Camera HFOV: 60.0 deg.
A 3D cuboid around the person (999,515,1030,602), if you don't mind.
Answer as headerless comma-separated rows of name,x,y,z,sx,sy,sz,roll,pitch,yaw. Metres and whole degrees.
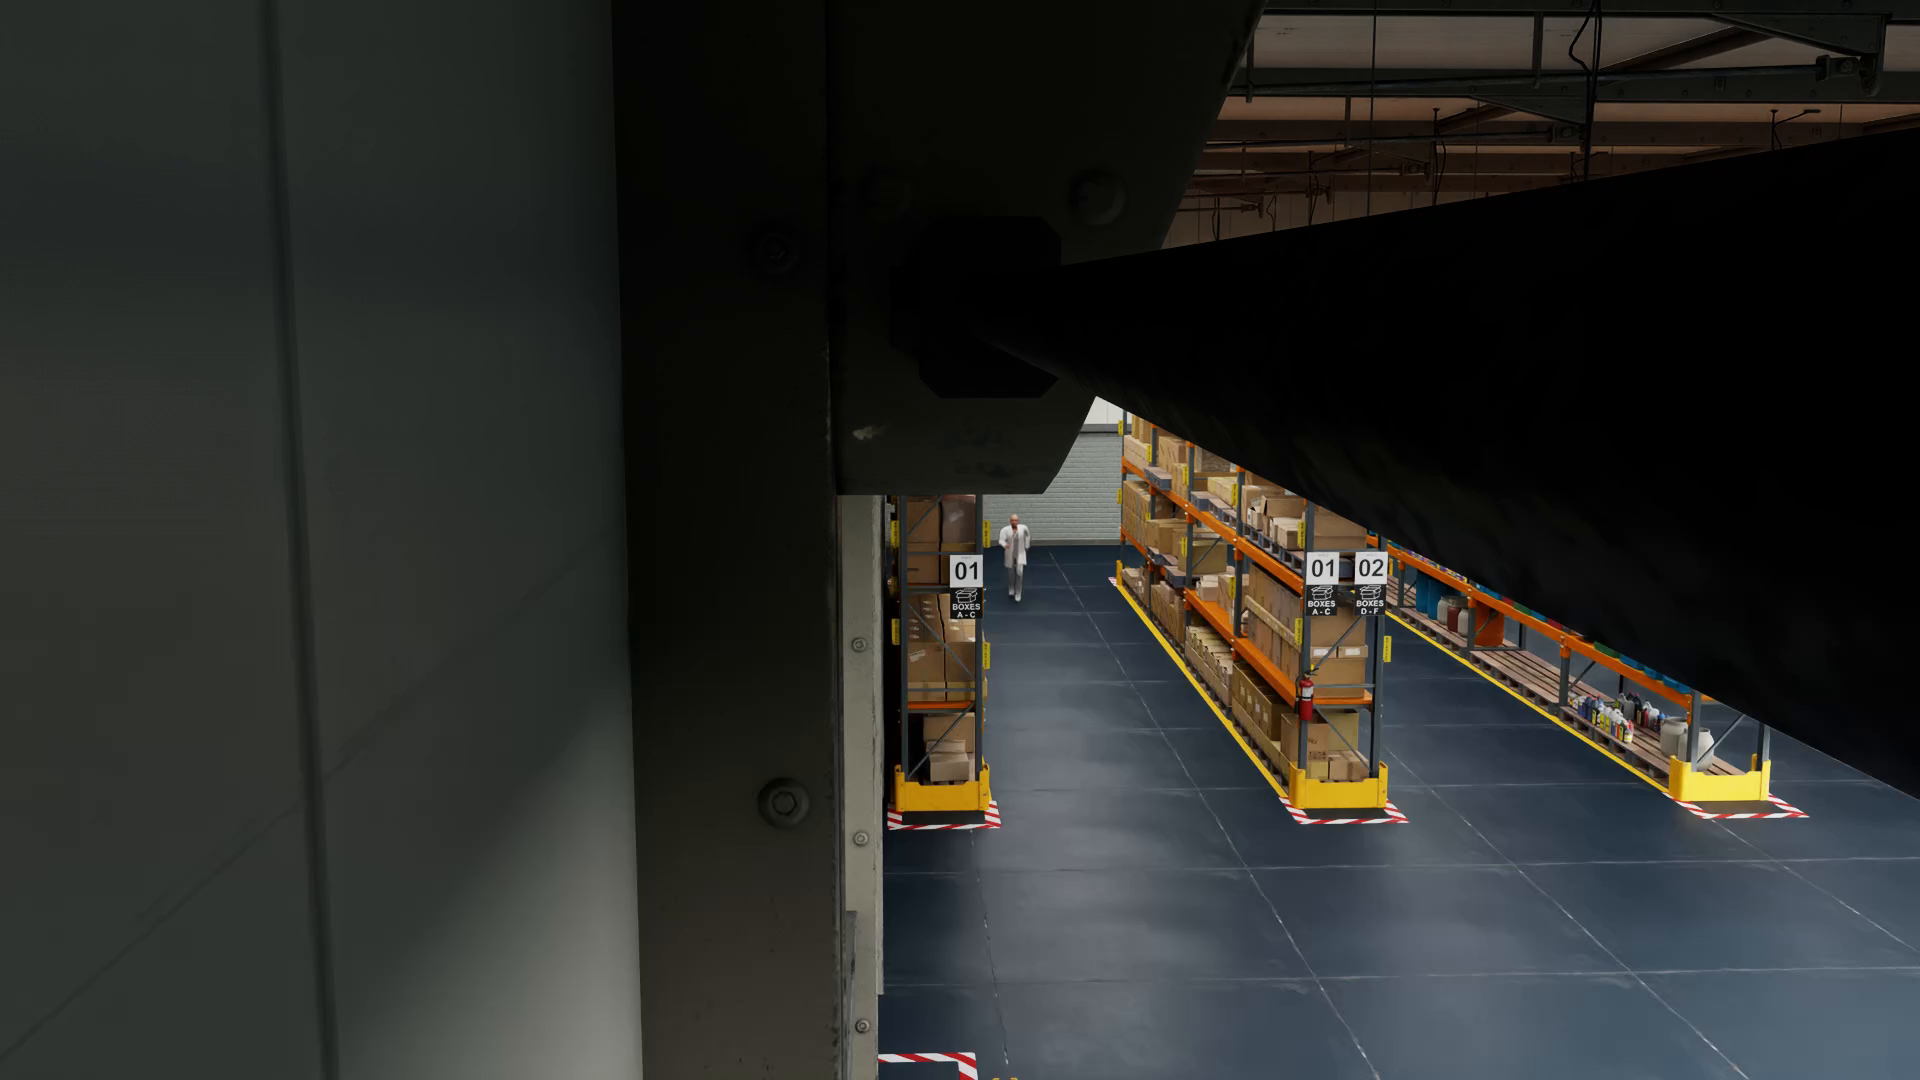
person,1.129,0.357,34.627,0.659,1.812,1.113,0,8,-1
